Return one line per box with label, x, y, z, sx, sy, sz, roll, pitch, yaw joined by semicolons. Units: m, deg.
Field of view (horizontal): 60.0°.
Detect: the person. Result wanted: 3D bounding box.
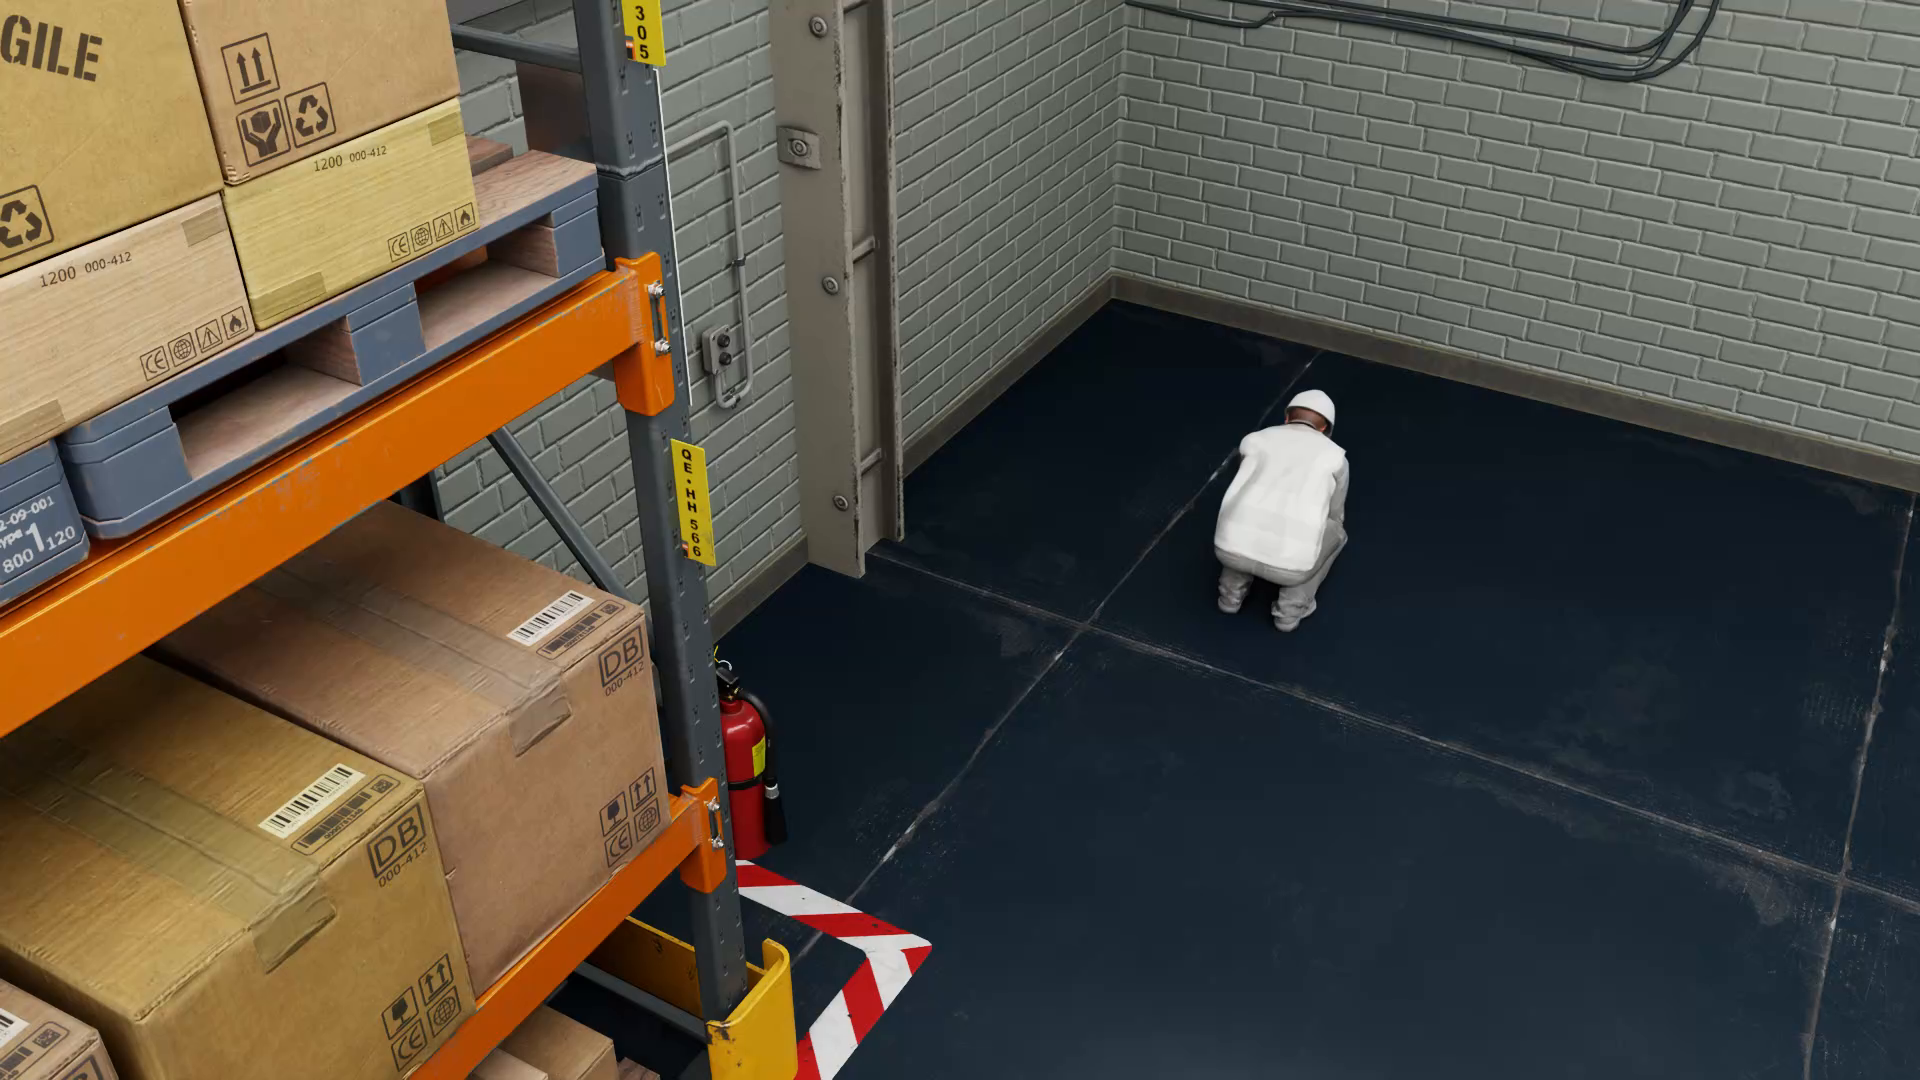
person;1.413;-0.097;7.214;0.527;0.860;0.953;17;38;24
